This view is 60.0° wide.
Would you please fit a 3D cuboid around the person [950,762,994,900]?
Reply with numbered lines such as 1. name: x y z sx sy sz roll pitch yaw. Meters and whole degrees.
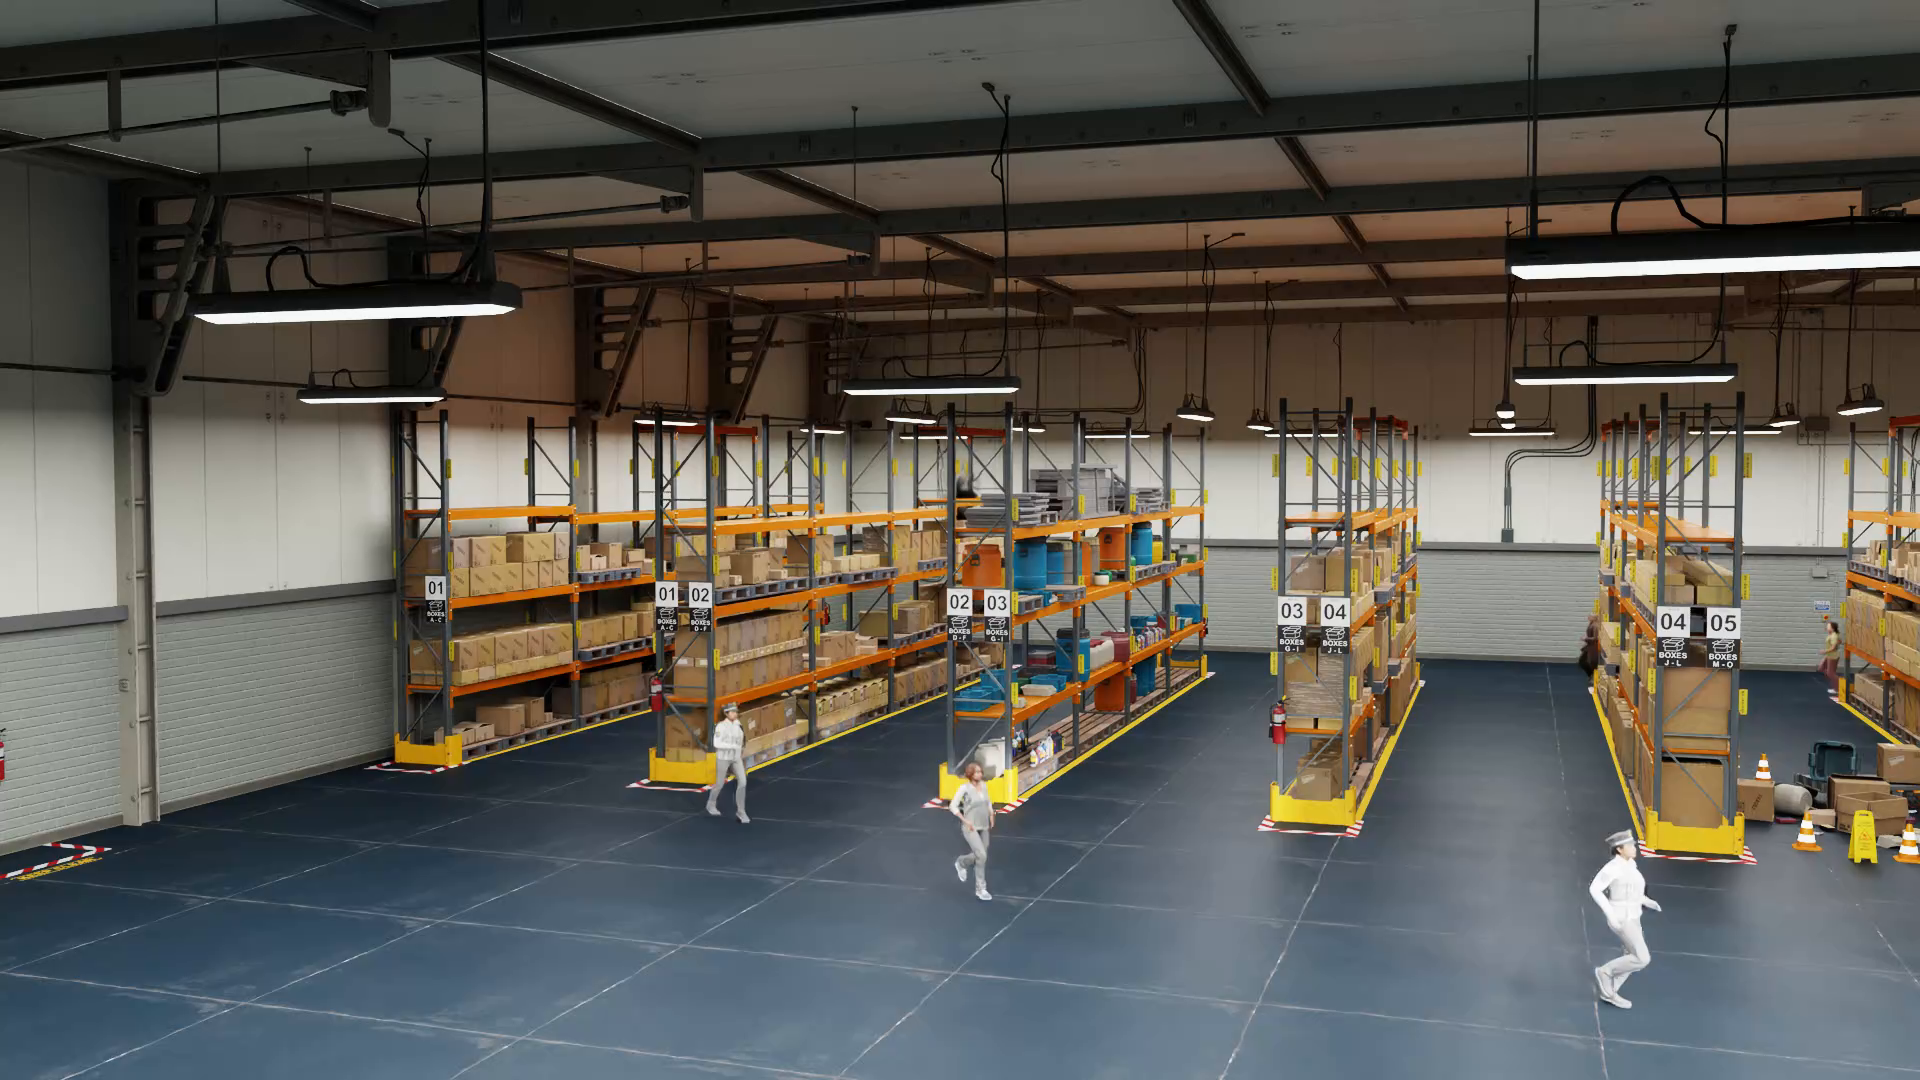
1. person: 0.132 3.380 19.480 0.552 1.575 0.700 -2 3 -41

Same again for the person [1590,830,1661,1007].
1. person: 6.201 3.511 15.411 0.535 1.659 0.605 2 3 43

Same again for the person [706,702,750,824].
1. person: -3.300 3.149 23.609 0.555 1.732 0.827 -2 3 -42

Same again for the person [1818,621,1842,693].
1. person: 19.356 2.609 36.906 0.519 1.621 0.633 1 3 20

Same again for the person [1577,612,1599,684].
1. person: 14.620 2.498 38.332 0.661 1.713 0.766 0 2 8
